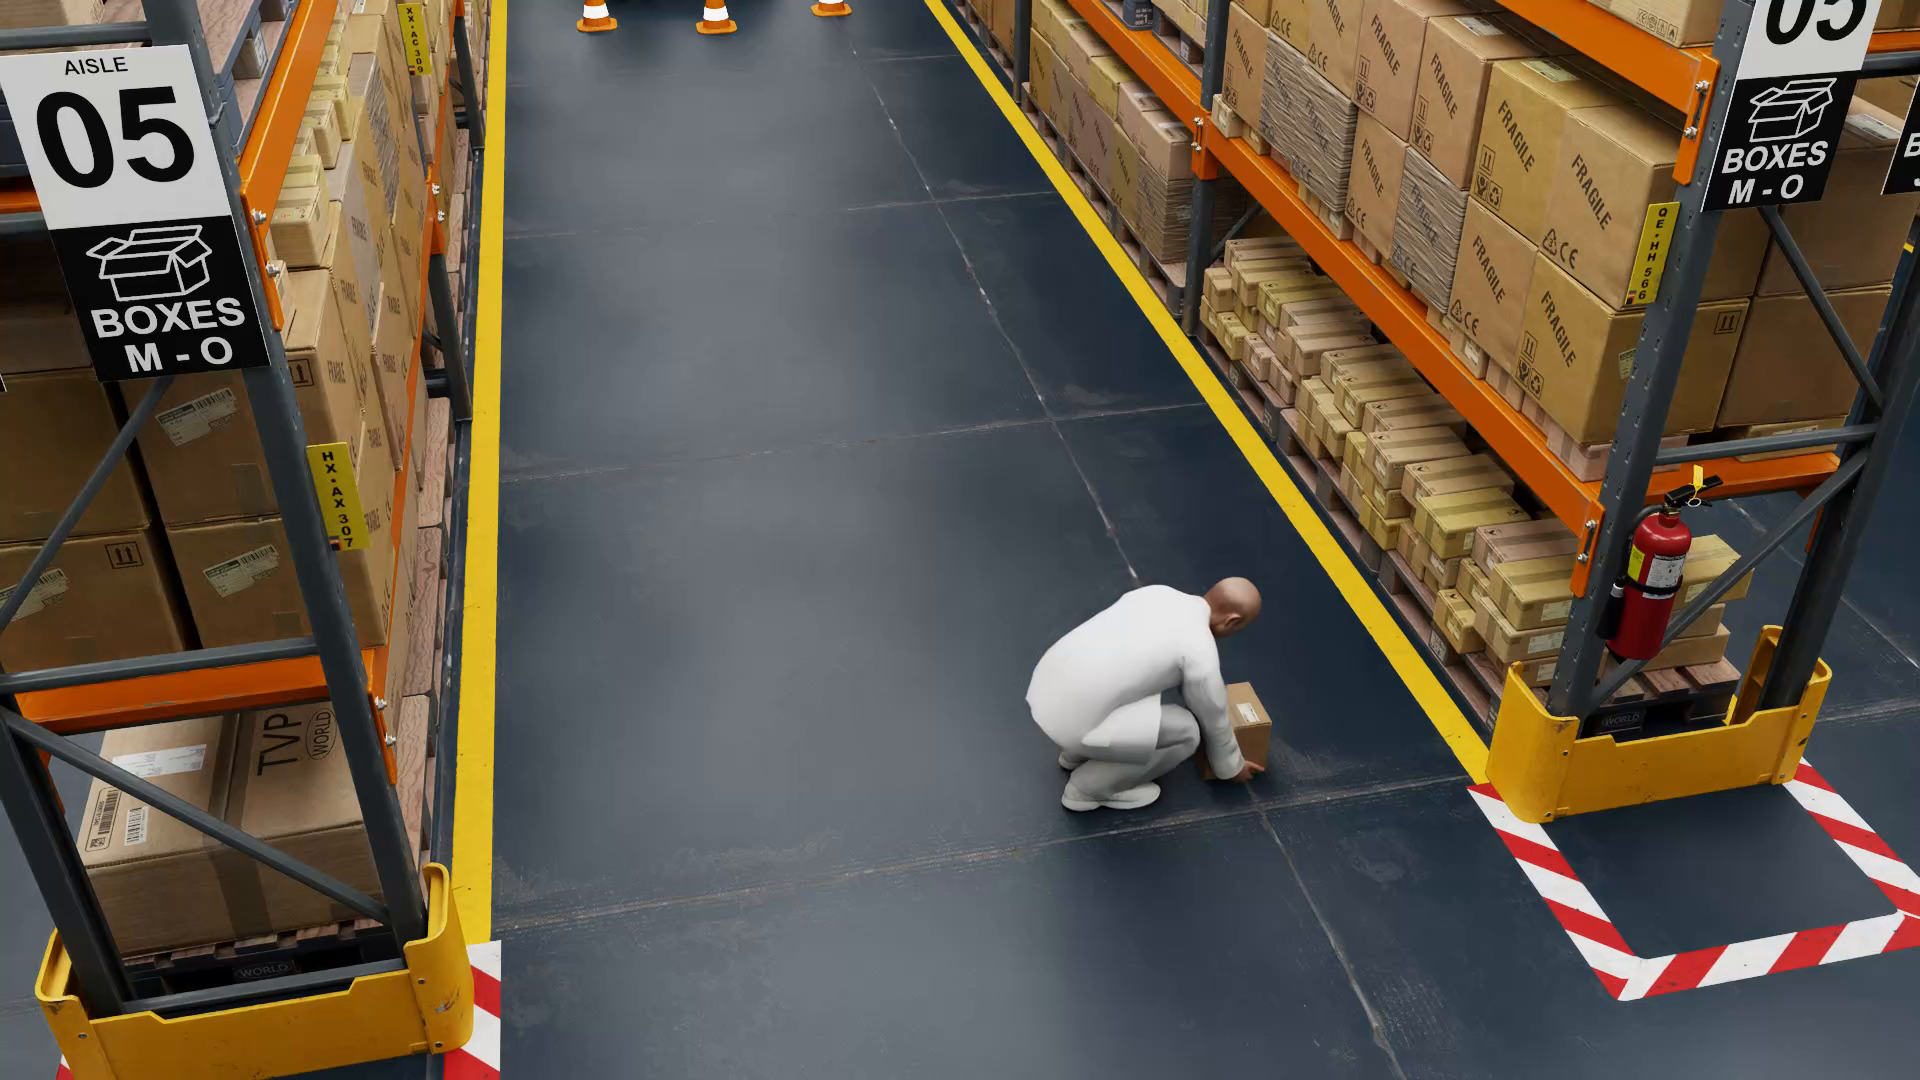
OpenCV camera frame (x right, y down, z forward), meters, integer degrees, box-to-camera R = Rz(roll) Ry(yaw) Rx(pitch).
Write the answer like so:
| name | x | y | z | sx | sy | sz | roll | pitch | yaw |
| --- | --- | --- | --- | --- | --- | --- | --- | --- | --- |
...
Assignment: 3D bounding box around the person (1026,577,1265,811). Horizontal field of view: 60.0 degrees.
| name | x | y | z | sx | sy | sz | roll | pitch | yaw |
| --- | --- | --- | --- | --- | --- | --- | --- | --- | --- |
| person | 4.811 | -3.477 | 12.286 | 12.265 | 0.896 | 12.922 | -7 | 35 | -11 |
